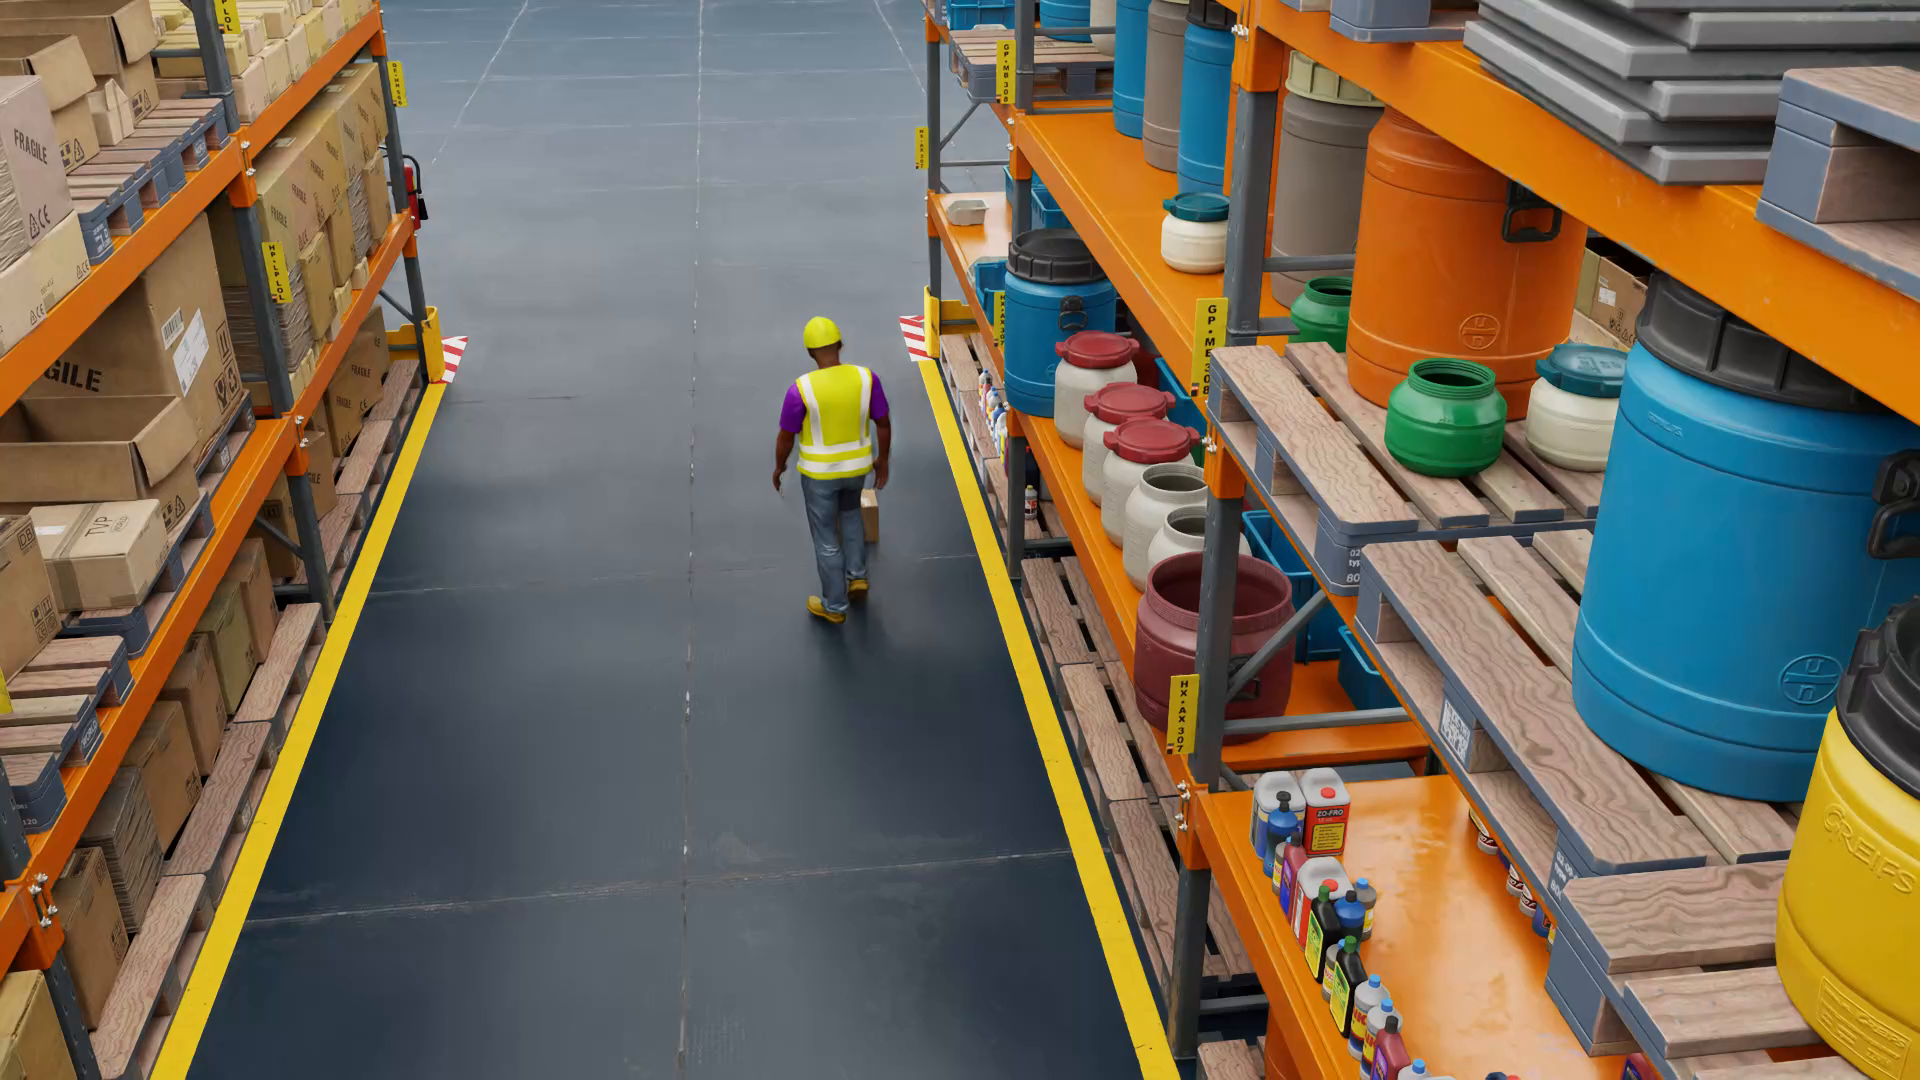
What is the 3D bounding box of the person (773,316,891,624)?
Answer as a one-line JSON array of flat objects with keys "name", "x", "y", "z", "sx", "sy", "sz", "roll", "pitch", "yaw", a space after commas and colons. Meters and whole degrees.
[{"name": "person", "x": -0.711, "y": -0.392, "z": 9.345, "sx": 0.619, "sy": 1.797, "sz": 0.483, "roll": -14, "pitch": 30, "yaw": -25}]
